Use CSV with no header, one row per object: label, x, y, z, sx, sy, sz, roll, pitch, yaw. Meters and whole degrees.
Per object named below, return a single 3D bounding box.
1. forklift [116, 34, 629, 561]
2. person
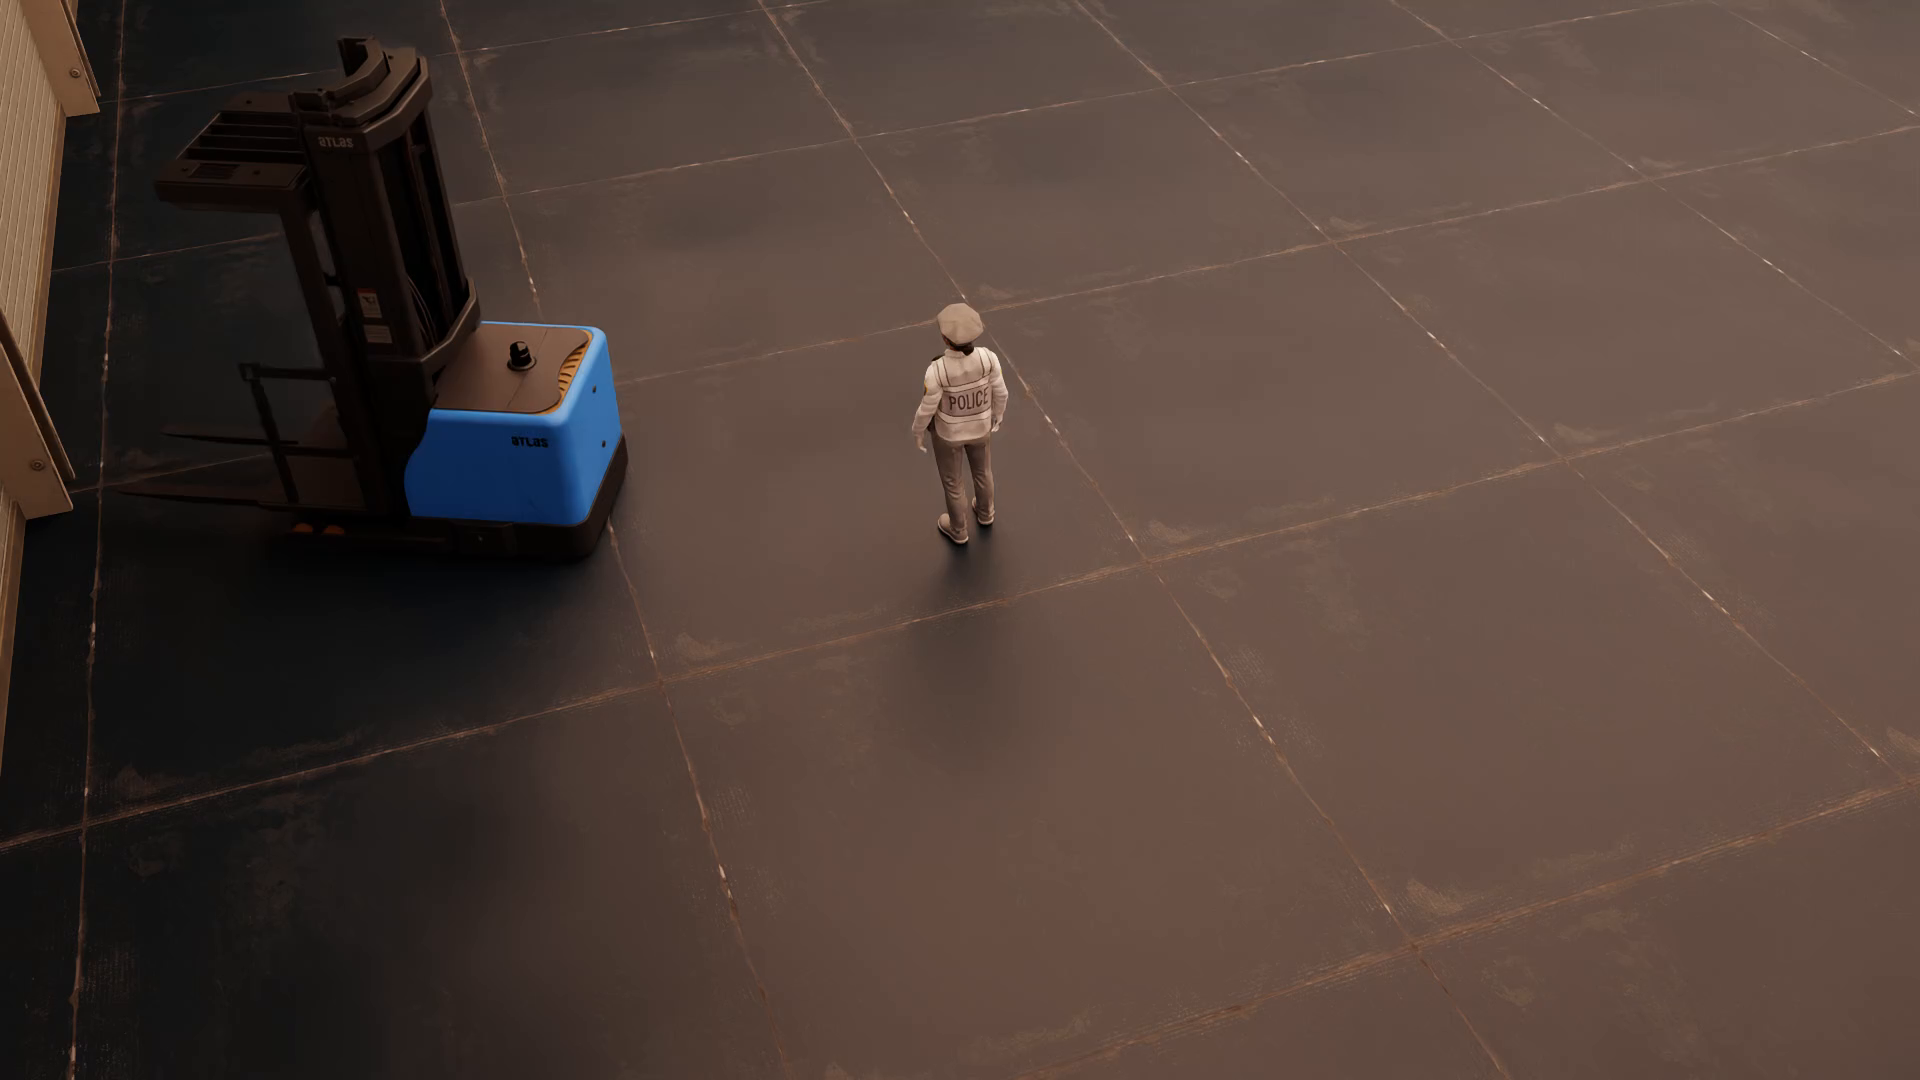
forklift,-3.692,-1.382,9.643,3.031,2.935,1.130,3,40,4
person,-0.017,-0.697,9.777,0.588,1.695,0.531,-13,42,-15
